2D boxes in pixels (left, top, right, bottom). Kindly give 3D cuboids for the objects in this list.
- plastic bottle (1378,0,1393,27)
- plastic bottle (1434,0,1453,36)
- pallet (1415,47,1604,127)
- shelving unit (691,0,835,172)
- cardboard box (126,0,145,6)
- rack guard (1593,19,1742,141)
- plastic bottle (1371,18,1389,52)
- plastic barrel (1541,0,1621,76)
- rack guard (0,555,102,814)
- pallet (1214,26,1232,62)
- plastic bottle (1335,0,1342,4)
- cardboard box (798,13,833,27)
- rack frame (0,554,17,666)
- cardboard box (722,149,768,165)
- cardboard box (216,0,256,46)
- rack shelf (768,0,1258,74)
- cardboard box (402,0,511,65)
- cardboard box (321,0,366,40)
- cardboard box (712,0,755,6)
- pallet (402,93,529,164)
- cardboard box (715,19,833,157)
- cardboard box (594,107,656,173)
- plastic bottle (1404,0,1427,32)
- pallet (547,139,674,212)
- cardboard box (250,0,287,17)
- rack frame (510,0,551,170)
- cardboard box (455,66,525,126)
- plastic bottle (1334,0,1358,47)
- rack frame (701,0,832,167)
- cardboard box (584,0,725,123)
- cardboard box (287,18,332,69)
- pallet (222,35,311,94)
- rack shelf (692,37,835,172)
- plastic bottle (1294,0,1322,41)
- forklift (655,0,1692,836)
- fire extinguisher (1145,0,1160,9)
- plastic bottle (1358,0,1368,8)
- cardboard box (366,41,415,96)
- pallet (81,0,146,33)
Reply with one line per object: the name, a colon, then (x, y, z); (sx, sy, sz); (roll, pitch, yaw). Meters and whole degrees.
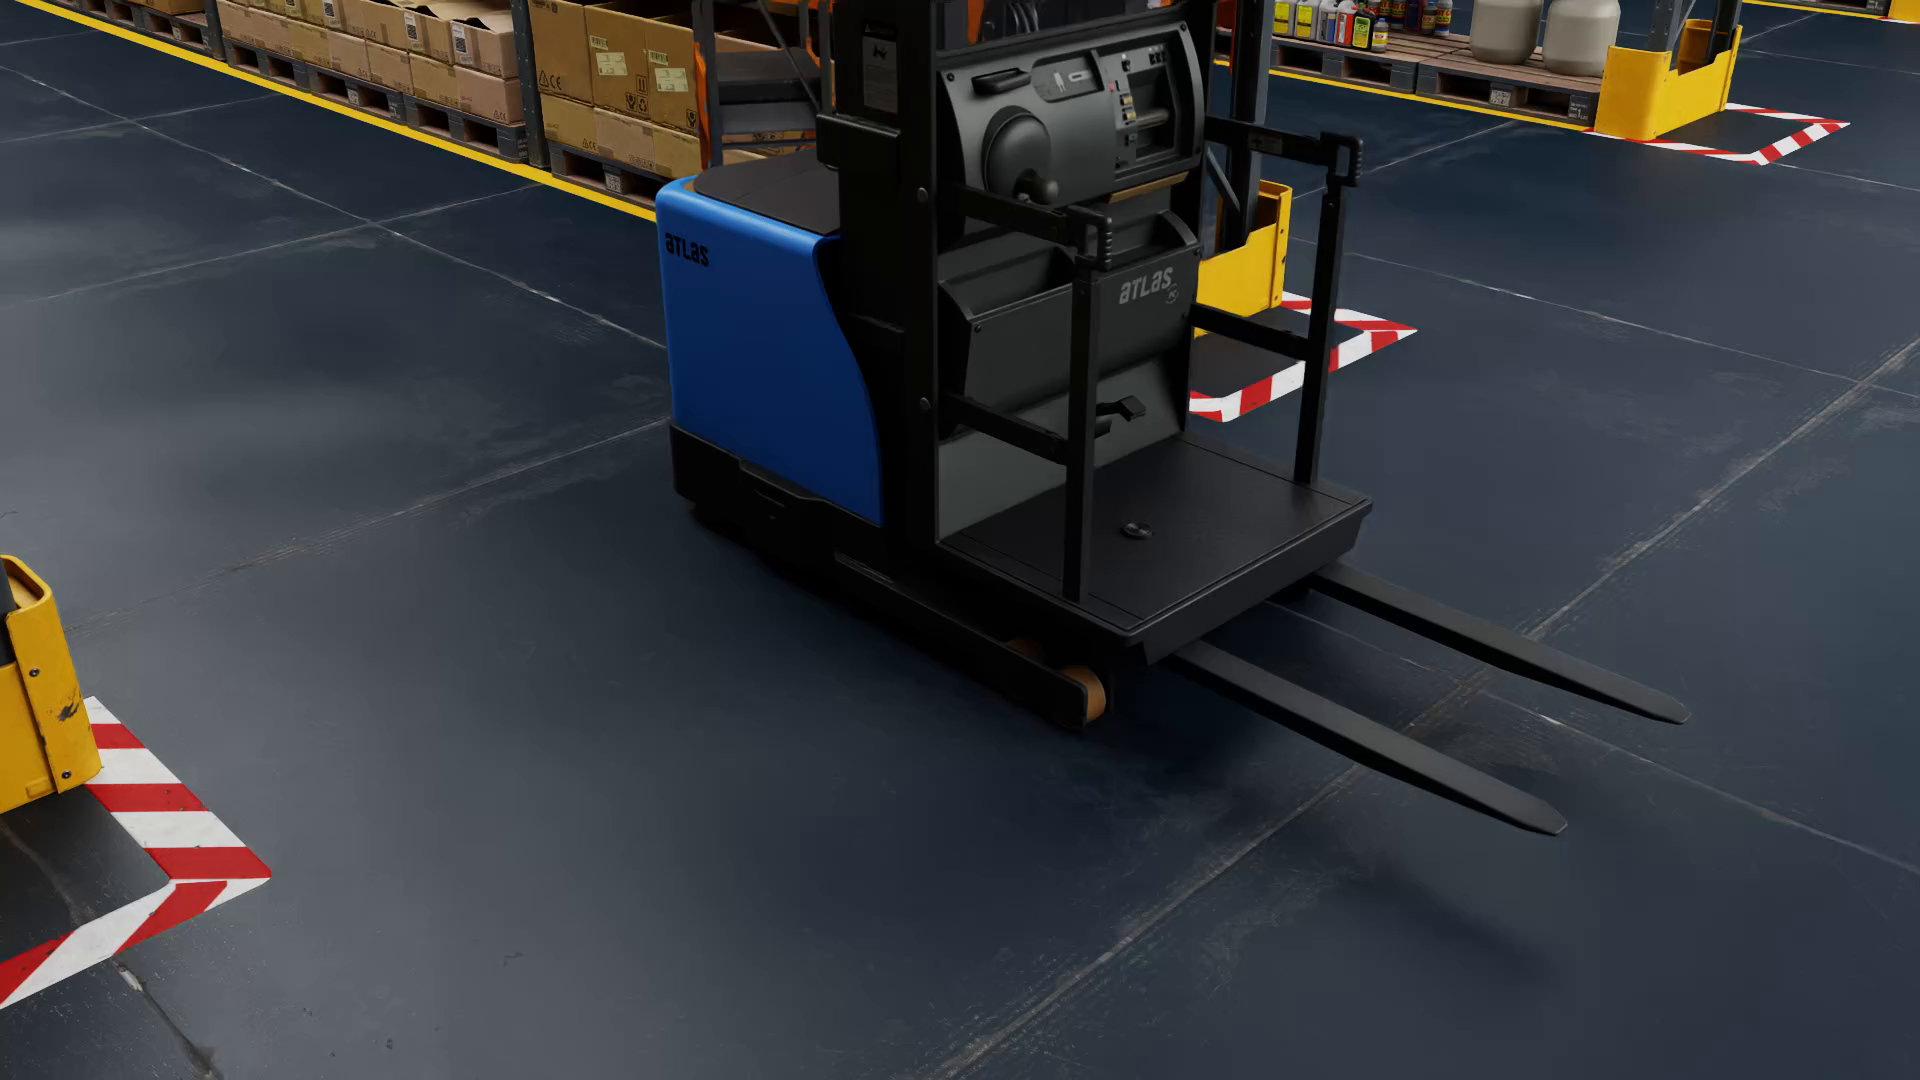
plastic bottle: (2.958, -3.701, 11.523); (0.097, 0.271, 0.097); (0, 28, 0)
plastic bottle: (3.273, -3.556, 11.249); (0.097, 0.271, 0.097); (0, 28, 0)
pallet: (3.685, -2.916, 10.568); (1.213, 0.211, 1.003); (25, 36, 38)
shelving unit: (-0.668, -1.407, 5.669); (0.431, 2.100, 0.503); (-6, 28, -11)
cardboard box: (-6.033, -4.326, 12.468); (0.500, 0.500, 0.500); (23, 35, 37)
rack guard: (4.260, -2.777, 9.994); (0.348, 0.500, 1.175); (25, 36, 38)
plastic bottle: (2.731, -3.284, 10.806); (0.097, 0.201, 0.097); (0, 28, 0)
plastic barrel: (3.825, -3.148, 10.236); (0.421, 0.512, 0.421); (0, 28, 0)
rack guard: (-2.652, 0.495, 3.771); (0.348, 0.500, 1.175); (25, 36, 38)
pallet: (1.945, -3.712, 12.082); (1.213, 0.211, 1.003); (25, 36, 38)
plastic bottle: (2.637, -3.831, 11.767); (0.152, 0.276, 0.135); (-25, 36, -38)
cardboard box: (-0.422, -2.271, 8.044); (0.500, 0.500, 0.500); (25, 36, 38)
rack frame: (-2.598, -0.586, 3.142); (0.127, 3.000, 1.000); (25, 36, 38)
cardboard box: (-0.795, -1.763, 7.882); (0.500, 0.250, 0.500); (25, 36, 38)
cardboard box: (-4.665, -3.542, 11.267); (0.500, 0.250, 0.500); (24, 36, 38)
rack shelf: (-0.554, -2.565, 7.679); (4.000, 0.370, 1.077); (25, 36, 38)
cardboard box: (-2.845, -2.958, 9.553); (0.500, 0.311, 0.500); (-24, 36, -38)
cardboard box: (-3.555, -3.287, 10.179); (0.500, 0.311, 0.500); (24, 36, 38)
cardboard box: (-1.148, -2.591, 8.653); (0.500, 0.500, 0.500); (25, 36, 38)
pallet: (-2.533, -2.530, 9.834); (1.213, 0.211, 1.003); (25, 36, 38)
cardboard box: (-0.798, -2.093, 7.705); (0.500, 0.500, 0.500); (25, 36, 38)
cardboard box: (-1.509, -2.089, 8.502); (0.500, 0.250, 0.500); (25, 36, 38)
plastic bottle: (3.125, -3.641, 11.398); (0.061, 0.283, 0.133); (-25, 36, -38)
pallet: (-1.442, -2.029, 8.882); (1.213, 0.211, 1.003); (25, 36, 38)
cardboard box: (-4.284, -3.622, 10.815); (0.500, 0.311, 0.500); (24, 36, 37)
rack frame: (-1.980, -3.536, 8.753); (0.127, 3.000, 1.000); (25, 36, 38)
cardboard box: (-2.479, -2.544, 9.369); (0.500, 0.250, 0.500); (24, 36, 38)
plastic bottle: (2.570, -3.408, 10.962); (0.135, 0.276, 0.152); (25, 37, 39)
rack frame: (-0.614, -1.296, 5.458); (0.400, 2.100, 0.015); (-6, 28, -11)
cardboard box: (-1.507, -2.421, 8.330); (0.500, 0.500, 0.500); (25, 36, 38)
cardboard box: (-3.931, -3.211, 10.636); (0.500, 0.250, 0.500); (23, 36, 37)
pallet: (-4.273, -3.326, 11.348); (1.213, 0.211, 1.003); (25, 36, 38)
rack shelf: (-0.668, -1.394, 5.675); (0.431, 0.518, 0.480); (-6, 28, -11)
plastic bottle: (2.350, -3.539, 11.131); (0.144, 0.351, 0.185); (-24, 36, -37)
forklift: (0.458, -1.079, 4.153); (1.130, 2.935, 3.031); (-24, 36, -38)
fire extinguisher: (0.631, -2.004, 5.922); (0.183, 0.674, 0.296); (25, 36, 38)
plastic bottle: (2.813, -3.767, 11.649); (0.097, 0.271, 0.097); (0, 28, 0)
cardboard box: (-3.204, -2.877, 10.001); (0.500, 0.250, 0.500); (-24, 36, -38)
pallet: (-6.204, -4.262, 13.128); (1.213, 0.211, 1.003); (25, 36, 38)
